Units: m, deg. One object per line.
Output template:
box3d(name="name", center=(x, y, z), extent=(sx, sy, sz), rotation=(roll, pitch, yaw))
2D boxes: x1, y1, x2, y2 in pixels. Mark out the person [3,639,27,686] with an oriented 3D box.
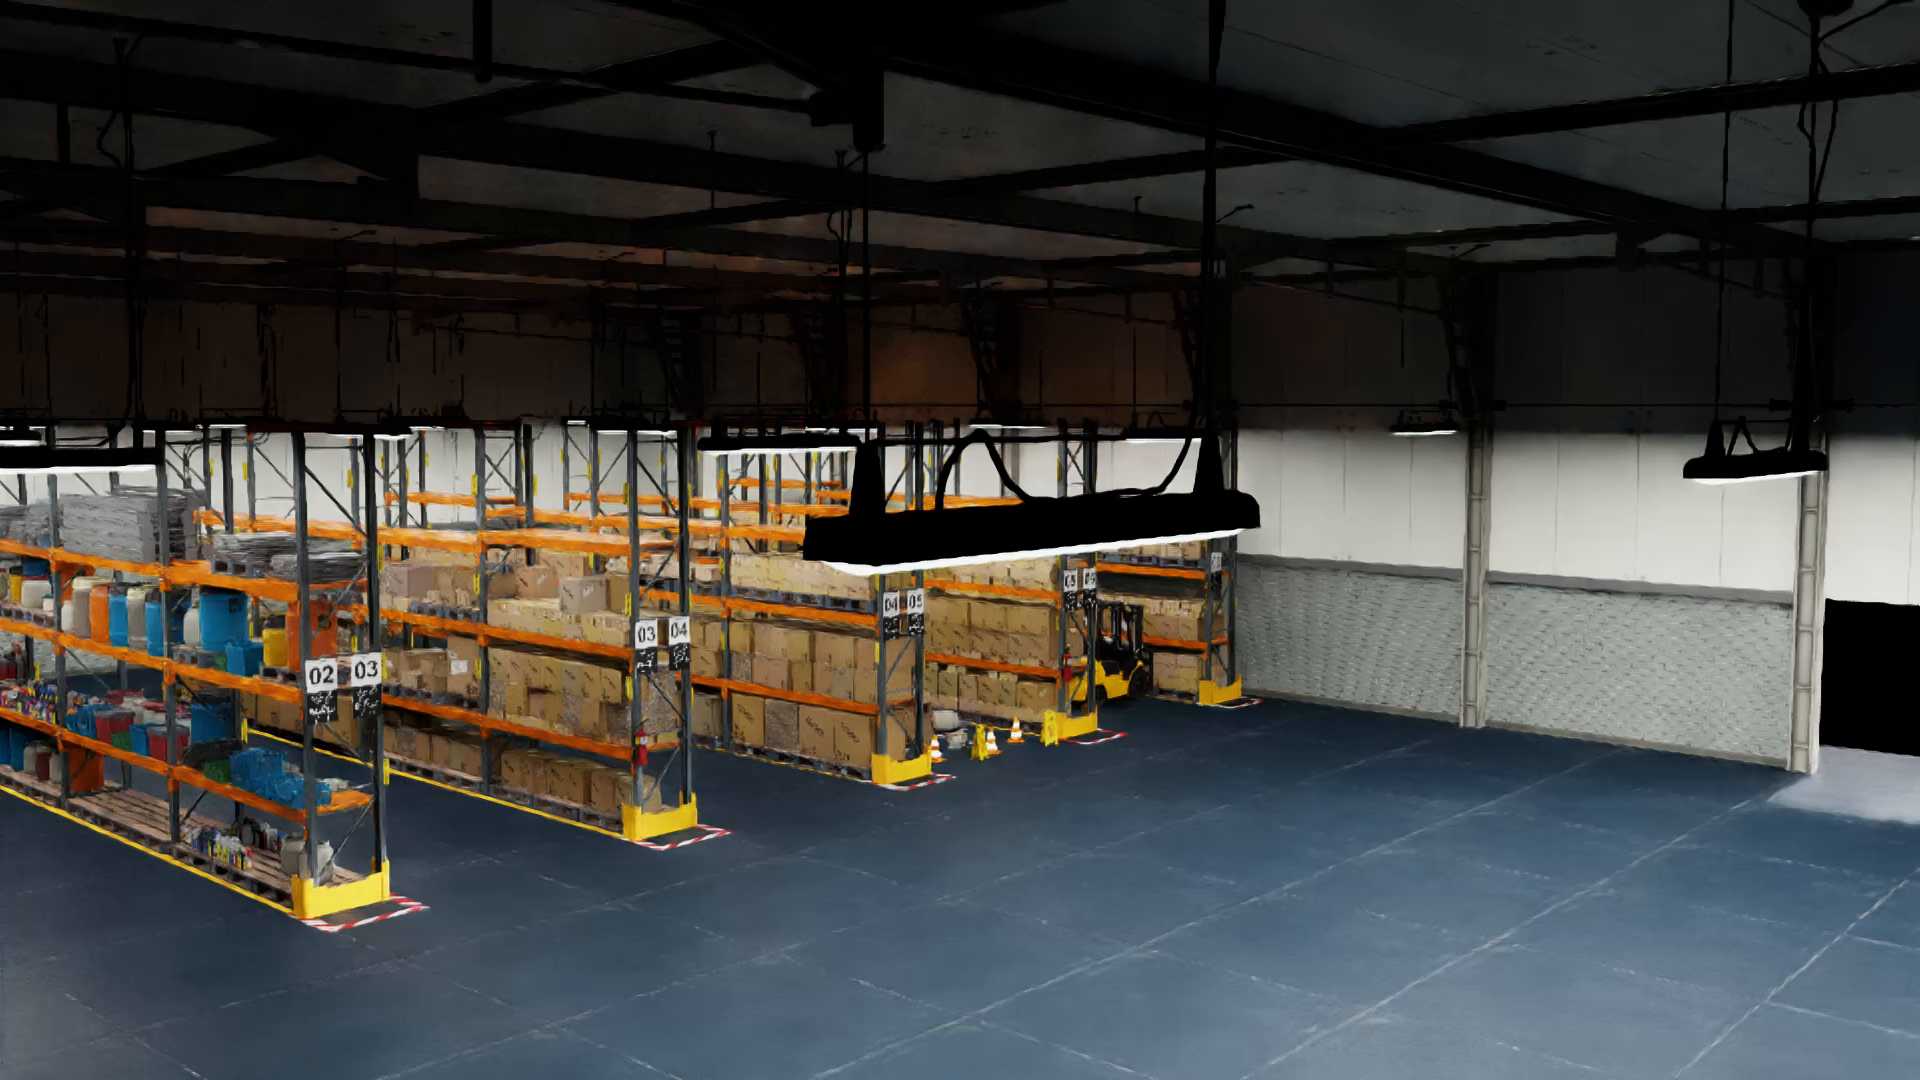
box3d(name="person", center=(-18.456, 2.802, 32.633), extent=(1.110, 1.721, 0.600), rotation=(4, 6, 41))
